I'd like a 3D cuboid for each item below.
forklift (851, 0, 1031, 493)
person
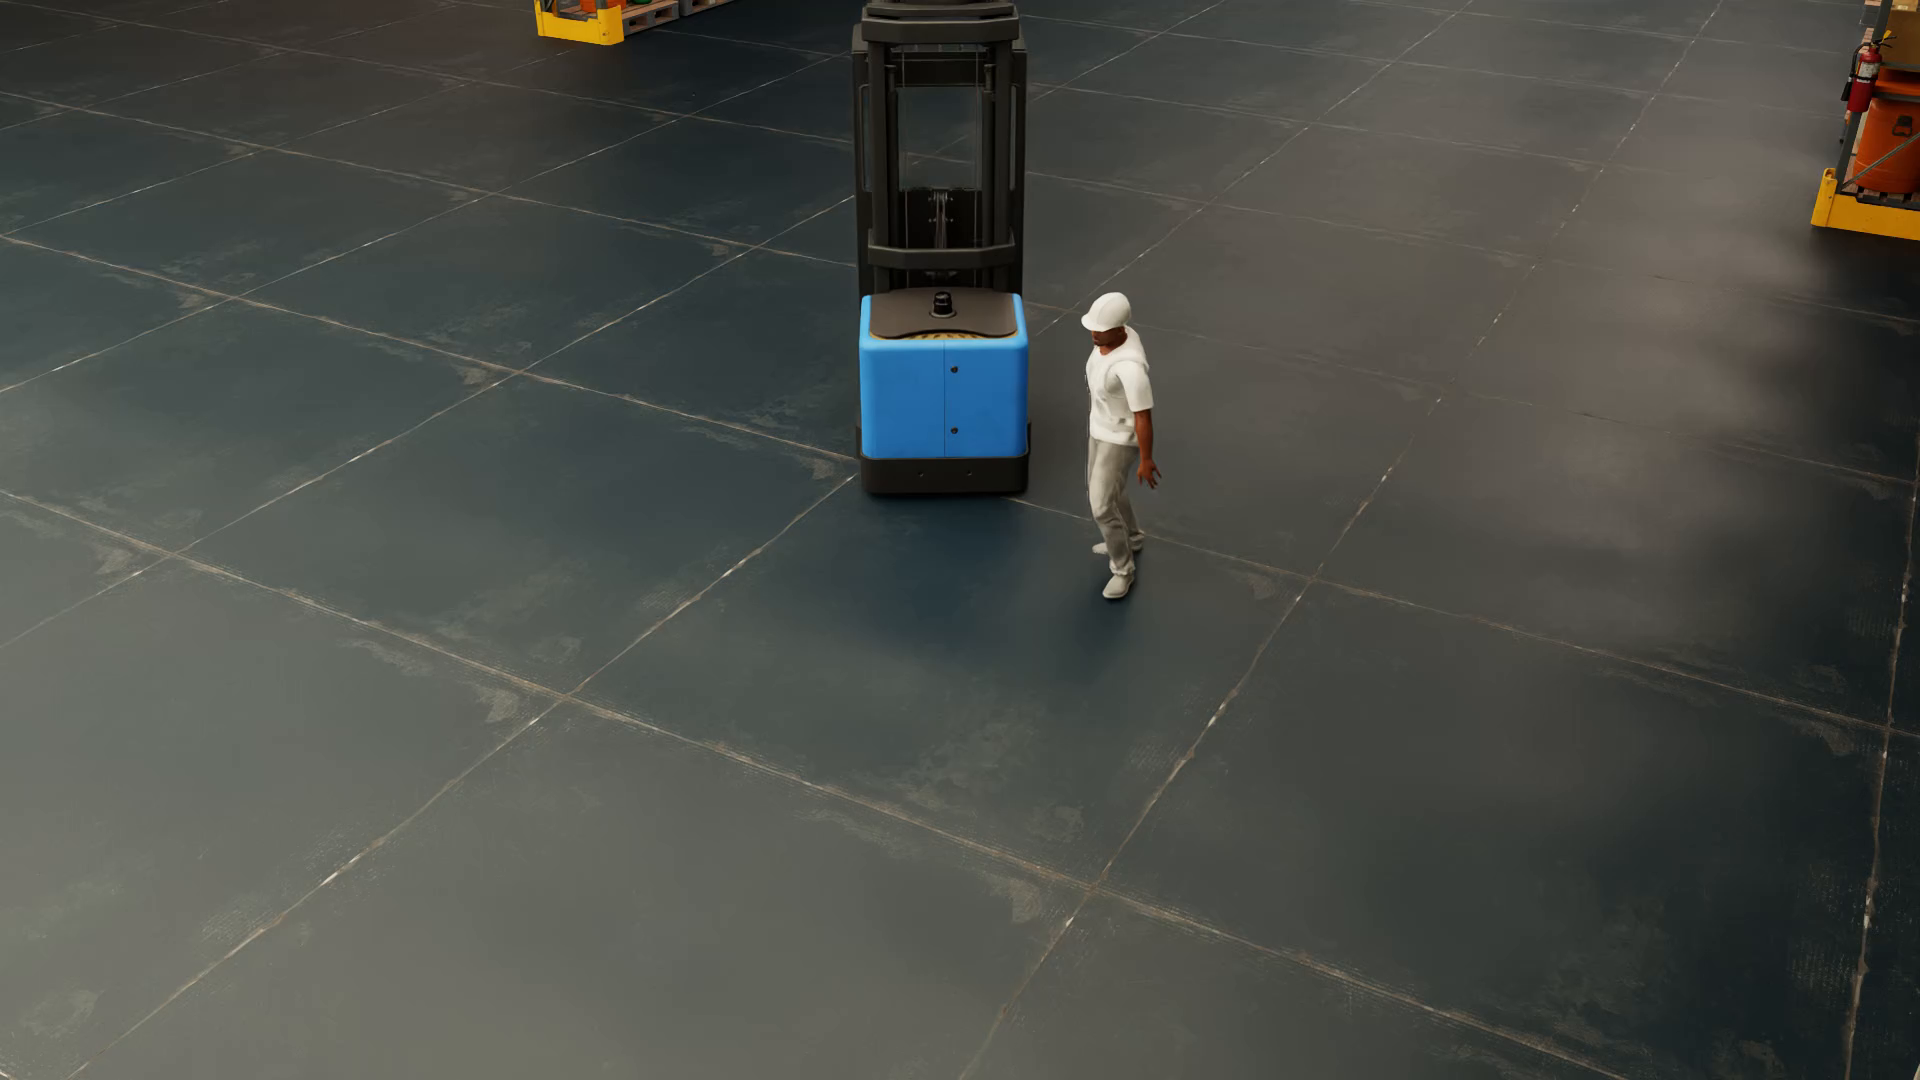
[{"bbox_3d":[-0.137,-2.260,10.987,1.130,2.935,3.031,-1,30,-1],"label":"forklift"},{"bbox_3d":[0.874,-0.608,9.361,0.474,1.733,0.900,-3,30,-6],"label":"person"}]
